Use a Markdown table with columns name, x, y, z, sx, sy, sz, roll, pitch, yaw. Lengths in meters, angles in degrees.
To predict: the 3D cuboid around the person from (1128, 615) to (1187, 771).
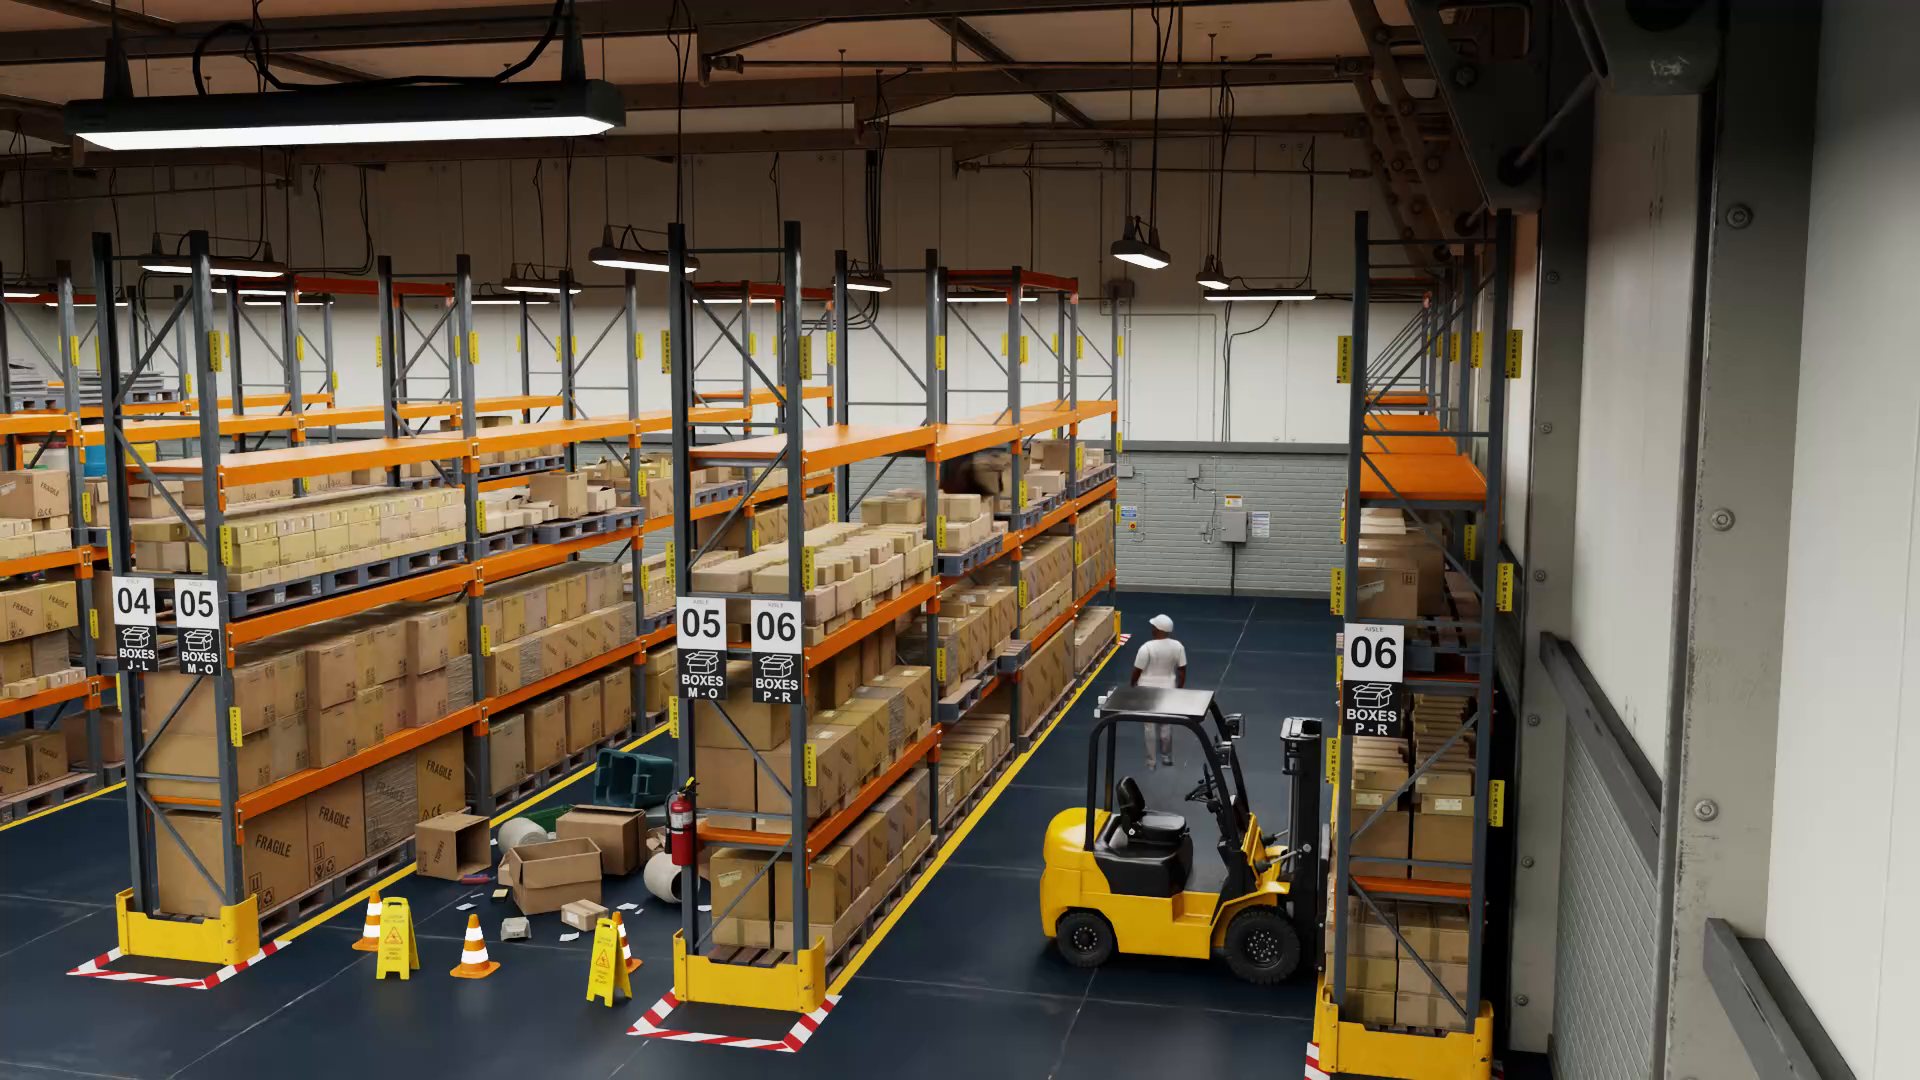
| name | x | y | z | sx | sy | sz | roll | pitch | yaw |
| --- | --- | --- | --- | --- | --- | --- | --- | --- | --- |
| person | 2.222 | 1.732 | 18.791 | 0.662 | 1.833 | 0.676 | 1 | 7 | 7 |
